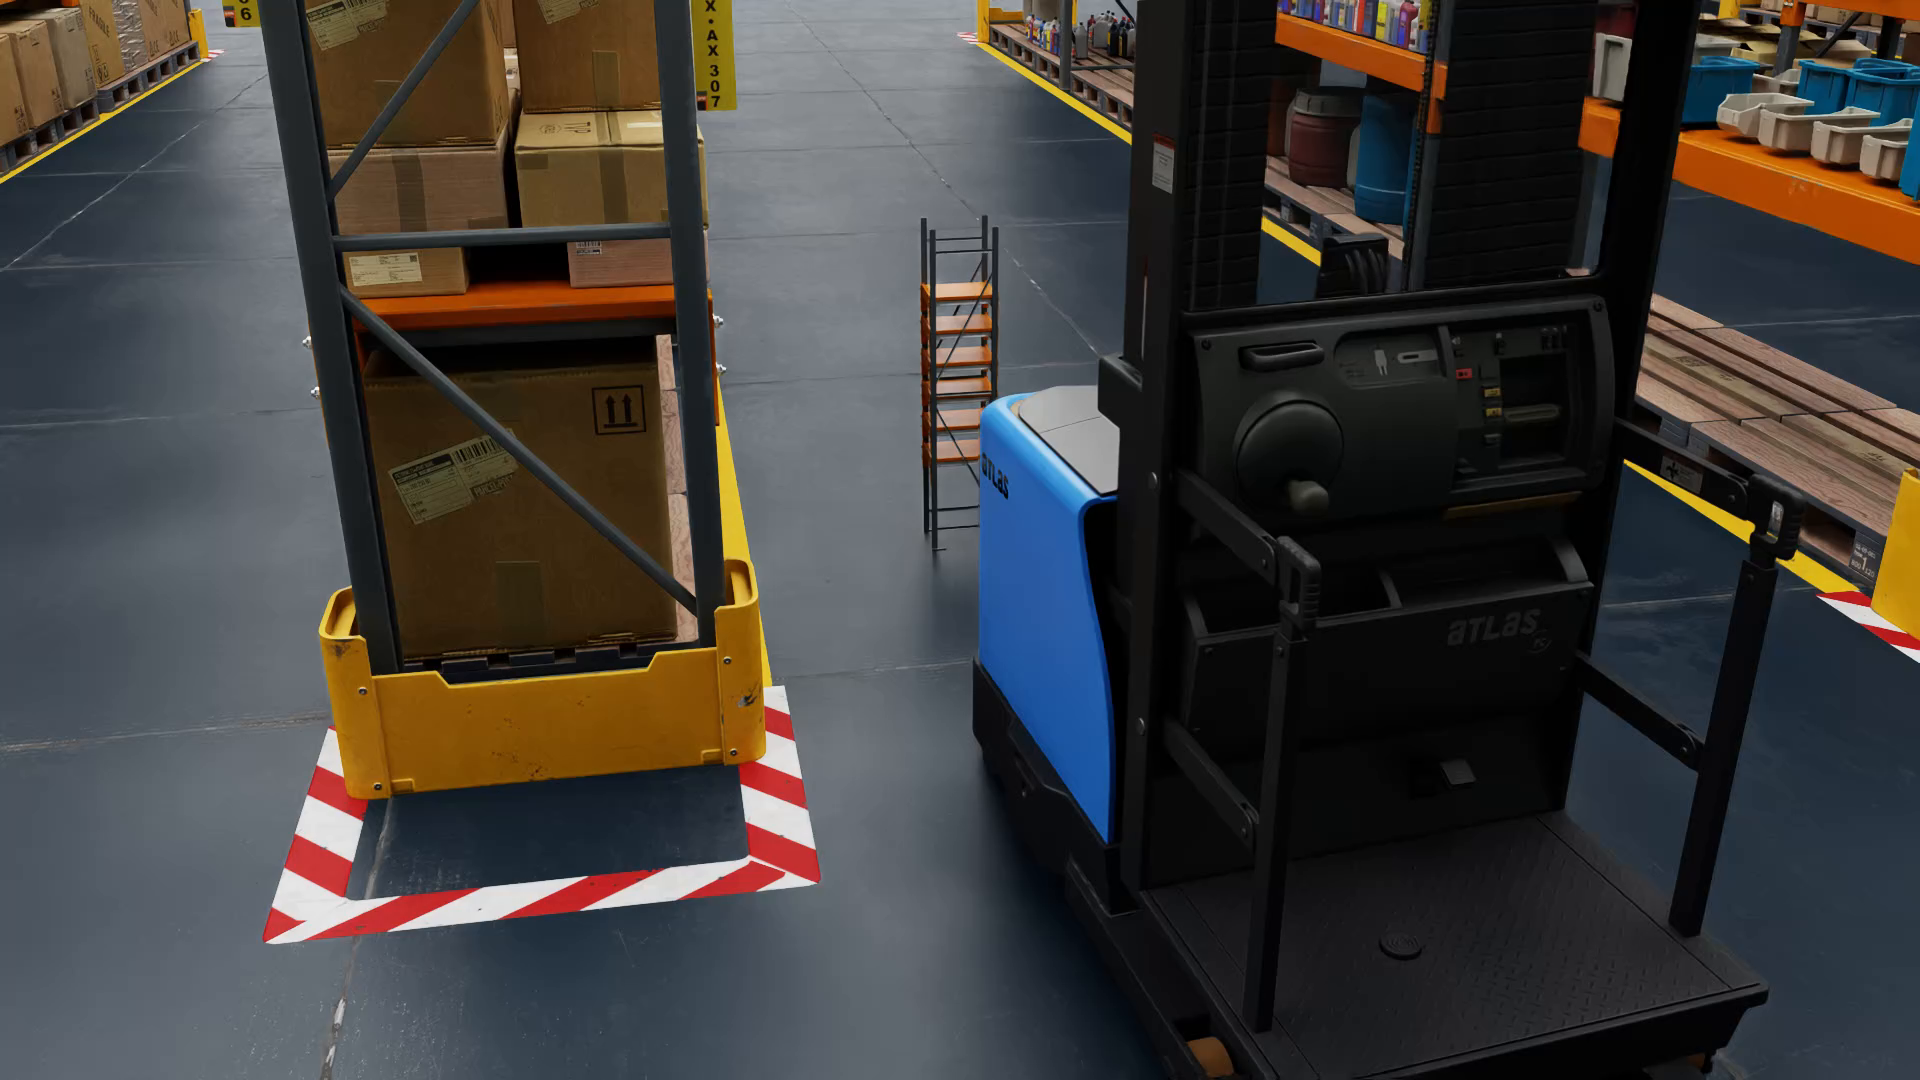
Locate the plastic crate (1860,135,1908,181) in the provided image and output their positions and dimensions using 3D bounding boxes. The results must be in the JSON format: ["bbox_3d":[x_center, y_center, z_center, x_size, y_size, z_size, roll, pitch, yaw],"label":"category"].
[{"bbox_3d":[3.375,-1.351,5.850,0.396,0.136,0.243,-4,24,-10],"label":"plastic crate"}]

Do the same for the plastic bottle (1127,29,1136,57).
[{"bbox_3d":[1.770,-5.093,17.018,0.152,0.276,0.135,-3,24,-8],"label":"plastic bottle"}]

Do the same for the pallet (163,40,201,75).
[{"bbox_3d":[-8.791,-5.150,17.778,1.003,0.211,1.213,-4,24,-10],"label":"pallet"}]

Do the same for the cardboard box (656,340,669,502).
[{"bbox_3d":[-1.529,-0.593,5.990,0.875,0.875,0.875,-4,24,-10],"label":"cardboard box"}]

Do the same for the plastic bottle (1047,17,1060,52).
[{"bbox_3d":[0.987,-5.279,17.350,0.144,0.351,0.185,-4,24,-10],"label":"plastic bottle"}]

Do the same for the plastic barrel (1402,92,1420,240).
[{"bbox_3d":[2.880,-2.156,9.537,0.600,0.901,0.708,-4,24,-10],"label":"plastic barrel"}]

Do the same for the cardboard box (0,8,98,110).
[{"bbox_3d":[-8.073,-4.087,14.147,1.050,0.750,0.750,-4,24,-10],"label":"cardboard box"}]

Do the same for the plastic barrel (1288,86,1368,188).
[{"bbox_3d":[2.540,-2.736,11.254,0.600,0.588,0.708,-4,24,-10],"label":"plastic barrel"}]

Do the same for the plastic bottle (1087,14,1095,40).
[{"bbox_3d":[1.430,-5.588,18.141,0.061,0.283,0.133,-4,24,-10],"label":"plastic bottle"}]

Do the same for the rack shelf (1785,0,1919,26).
[{"bbox_3d":[7.463,-3.533,11.489,1.077,0.370,4.000,-4,24,-10],"label":"rack shelf"}]

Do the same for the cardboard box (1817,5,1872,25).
[{"bbox_3d":[10.712,-6.424,19.785,0.700,0.500,0.500,-6,24,-13],"label":"cardboard box"}]

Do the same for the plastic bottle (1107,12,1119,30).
[{"bbox_3d":[1.629,-5.434,17.705,0.144,0.351,0.185,-4,24,-10],"label":"plastic bottle"}]

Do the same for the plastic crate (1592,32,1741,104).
[{"bbox_3d":[3.065,-2.069,7.313,0.437,0.282,0.530,-4,24,-10],"label":"plastic crate"}]

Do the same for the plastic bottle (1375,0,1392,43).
[{"bbox_3d":[2.472,-3.025,9.490,0.144,0.351,0.185,-4,24,-10],"label":"plastic bottle"}]

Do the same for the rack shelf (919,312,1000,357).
[{"bbox_3d":[-0.003,-0.735,5.945,0.258,0.103,0.180,-4,24,-10],"label":"rack shelf"}]

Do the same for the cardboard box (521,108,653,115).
[{"bbox_3d":[-1.090,-1.251,5.182,0.500,0.250,0.500,-5,24,-10],"label":"cardboard box"}]

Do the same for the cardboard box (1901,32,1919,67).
[{"bbox_3d":[7.511,-3.676,12.556,0.500,0.250,0.500,-3,24,-8],"label":"cardboard box"}]

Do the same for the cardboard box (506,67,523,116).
[{"bbox_3d":[-1.702,-1.409,5.544,0.500,0.250,0.500,-5,24,-12],"label":"cardboard box"}]

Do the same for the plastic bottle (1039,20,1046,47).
[{"bbox_3d":[0.893,-5.392,17.706,0.097,0.271,0.097,0,24,0],"label":"plastic bottle"}]

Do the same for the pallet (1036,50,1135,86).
[{"bbox_3d":[1.401,-4.846,17.083,1.003,0.211,1.213,-4,24,-10],"label":"pallet"}]

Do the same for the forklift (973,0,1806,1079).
[{"bbox_3d":[0.964,-0.240,3.137,1.130,2.935,3.031,-7,25,-16],"label":"forklift"}]

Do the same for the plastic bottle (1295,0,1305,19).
[{"bbox_3d":[2.243,-3.487,10.642,0.152,0.276,0.135,-4,24,-10],"label":"plastic bottle"}]

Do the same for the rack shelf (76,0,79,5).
[{"bbox_3d":[-8.646,-5.620,16.269,1.077,0.370,4.000,-4,24,-10],"label":"rack shelf"}]

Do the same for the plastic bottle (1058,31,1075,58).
[{"bbox_3d":[1.082,-5.077,16.886,0.144,0.351,0.185,-5,24,-11],"label":"plastic bottle"}]

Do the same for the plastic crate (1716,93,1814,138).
[{"bbox_3d":[3.187,-1.689,6.624,0.298,0.136,0.250,-4,24,-10],"label":"plastic crate"}]

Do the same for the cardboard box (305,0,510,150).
[{"bbox_3d":[-1.512,-1.354,4.481,0.500,0.500,0.500,-4,24,-9],"label":"cardboard box"}]

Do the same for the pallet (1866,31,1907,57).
[{"bbox_3d":[11.062,-5.574,18.749,1.003,0.211,1.213,-4,24,-10],"label":"pallet"}]

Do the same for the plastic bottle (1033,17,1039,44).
[{"bbox_3d":[0.837,-5.511,17.979,0.097,0.271,0.097,0,24,0],"label":"plastic bottle"}]

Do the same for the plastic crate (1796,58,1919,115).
[{"bbox_3d":[3.682,-1.845,6.861,0.416,0.233,0.300,-4,24,-10],"label":"plastic crate"}]

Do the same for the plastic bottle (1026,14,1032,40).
[{"bbox_3d":[0.774,-5.646,18.288,0.097,0.271,0.097,0,24,0],"label":"plastic bottle"}]

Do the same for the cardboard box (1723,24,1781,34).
[{"bbox_3d":[7.087,-4.473,14.953,0.500,0.311,0.500,-5,24,-11],"label":"cardboard box"}]

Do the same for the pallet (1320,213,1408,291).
[{"bbox_3d":[2.862,-1.739,9.968,1.003,0.211,1.213,-4,24,-10],"label":"pallet"}]

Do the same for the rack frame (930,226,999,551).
[{"bbox_3d":[0.014,-0.520,5.940,0.240,1.200,0.006,-4,24,-10],"label":"rack frame"}]

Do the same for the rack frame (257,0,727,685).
[{"bbox_3d":[-1.164,-0.770,4.266,1.000,3.000,0.127,-4,24,-10],"label":"rack frame"}]

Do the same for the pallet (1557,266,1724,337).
[{"bbox_3d":[3.138,-1.146,8.611,1.003,0.211,1.213,-4,24,-10],"label":"pallet"}]

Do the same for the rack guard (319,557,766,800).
[{"bbox_3d":[-1.160,0.384,4.745,1.175,0.500,0.348,-4,24,-10],"label":"rack guard"}]

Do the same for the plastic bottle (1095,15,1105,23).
[{"bbox_3d":[1.535,-5.593,18.161,0.152,0.276,0.135,-4,24,-9],"label":"plastic bottle"}]

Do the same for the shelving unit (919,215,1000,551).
[{"bbox_3d":[-0.003,-0.556,6.023,0.258,1.200,0.189,-4,24,-10],"label":"shelving unit"}]

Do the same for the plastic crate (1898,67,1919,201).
[{"bbox_3d":[3.458,-1.299,5.356,0.616,0.435,0.499,-4,24,-10],"label":"plastic crate"}]

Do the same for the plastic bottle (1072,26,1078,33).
[{"bbox_3d":[1.188,-5.139,17.122,0.152,0.276,0.135,-4,24,-10],"label":"plastic bottle"}]

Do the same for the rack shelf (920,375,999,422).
[{"bbox_3d":[-0.003,-0.515,6.041,0.258,0.103,0.180,-4,24,-10],"label":"rack shelf"}]

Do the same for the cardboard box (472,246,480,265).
[{"bbox_3d":[-1.603,-0.873,4.815,0.380,0.149,0.250,-4,24,-9],"label":"cardboard box"}]

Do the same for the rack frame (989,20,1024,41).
[{"bbox_3d":[0.745,-7.430,19.515,1.000,3.000,0.127,-4,24,-10],"label":"rack frame"}]

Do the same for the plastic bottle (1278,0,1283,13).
[{"bbox_3d":[2.152,-3.619,10.950,0.097,0.271,0.097,0,24,0],"label":"plastic bottle"}]

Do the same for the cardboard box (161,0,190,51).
[{"bbox_3d":[-8.826,-5.693,17.668,0.875,0.875,0.875,-4,24,-9],"label":"cardboard box"}]

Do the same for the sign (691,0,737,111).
[{"bbox_3d":[-0.618,-1.242,4.166,0.100,0.325,0.005,-4,24,-10],"label":"sign"}]

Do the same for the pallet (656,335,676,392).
[{"bbox_3d":[-1.840,-0.761,7.729,1.003,0.211,1.213,-4,24,-10],"label":"pallet"}]

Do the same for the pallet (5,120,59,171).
[{"bbox_3d":[-7.830,-3.107,13.099,1.003,0.211,1.213,-4,24,-10],"label":"pallet"}]

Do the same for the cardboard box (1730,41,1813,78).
[{"bbox_3d":[6.754,-4.026,13.931,0.500,0.311,0.500,-4,24,-8],"label":"cardboard box"}]

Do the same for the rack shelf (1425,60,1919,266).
[{"bbox_3d":[3.334,-1.594,7.051,1.077,0.370,4.000,-4,24,-10],"label":"rack shelf"}]

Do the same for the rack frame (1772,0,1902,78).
[{"bbox_3d":[7.093,-4.649,13.147,1.000,3.000,0.127,-4,24,-10],"label":"rack frame"}]

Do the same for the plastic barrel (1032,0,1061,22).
[{"bbox_3d":[1.034,-6.032,18.898,0.421,0.512,0.421,0,24,0],"label":"plastic barrel"}]

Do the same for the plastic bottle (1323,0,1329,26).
[{"bbox_3d":[2.296,-3.280,10.261,0.097,0.201,0.097,0,24,0],"label":"plastic bottle"}]

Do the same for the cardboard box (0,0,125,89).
[{"bbox_3d":[-8.324,-4.635,15.244,0.875,0.875,0.875,-4,24,-9],"label":"cardboard box"}]

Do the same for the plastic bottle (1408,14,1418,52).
[{"bbox_3d":[2.525,-2.794,9.148,0.097,0.201,0.097,0,24,0],"label":"plastic bottle"}]

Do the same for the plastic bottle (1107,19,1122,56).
[{"bbox_3d":[1.601,-5.182,17.128,0.144,0.351,0.185,-4,24,-10],"label":"plastic bottle"}]

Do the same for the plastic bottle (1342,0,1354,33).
[{"bbox_3d":[2.388,-3.180,9.937,0.152,0.276,0.135,-4,24,-10],"label":"plastic bottle"}]
